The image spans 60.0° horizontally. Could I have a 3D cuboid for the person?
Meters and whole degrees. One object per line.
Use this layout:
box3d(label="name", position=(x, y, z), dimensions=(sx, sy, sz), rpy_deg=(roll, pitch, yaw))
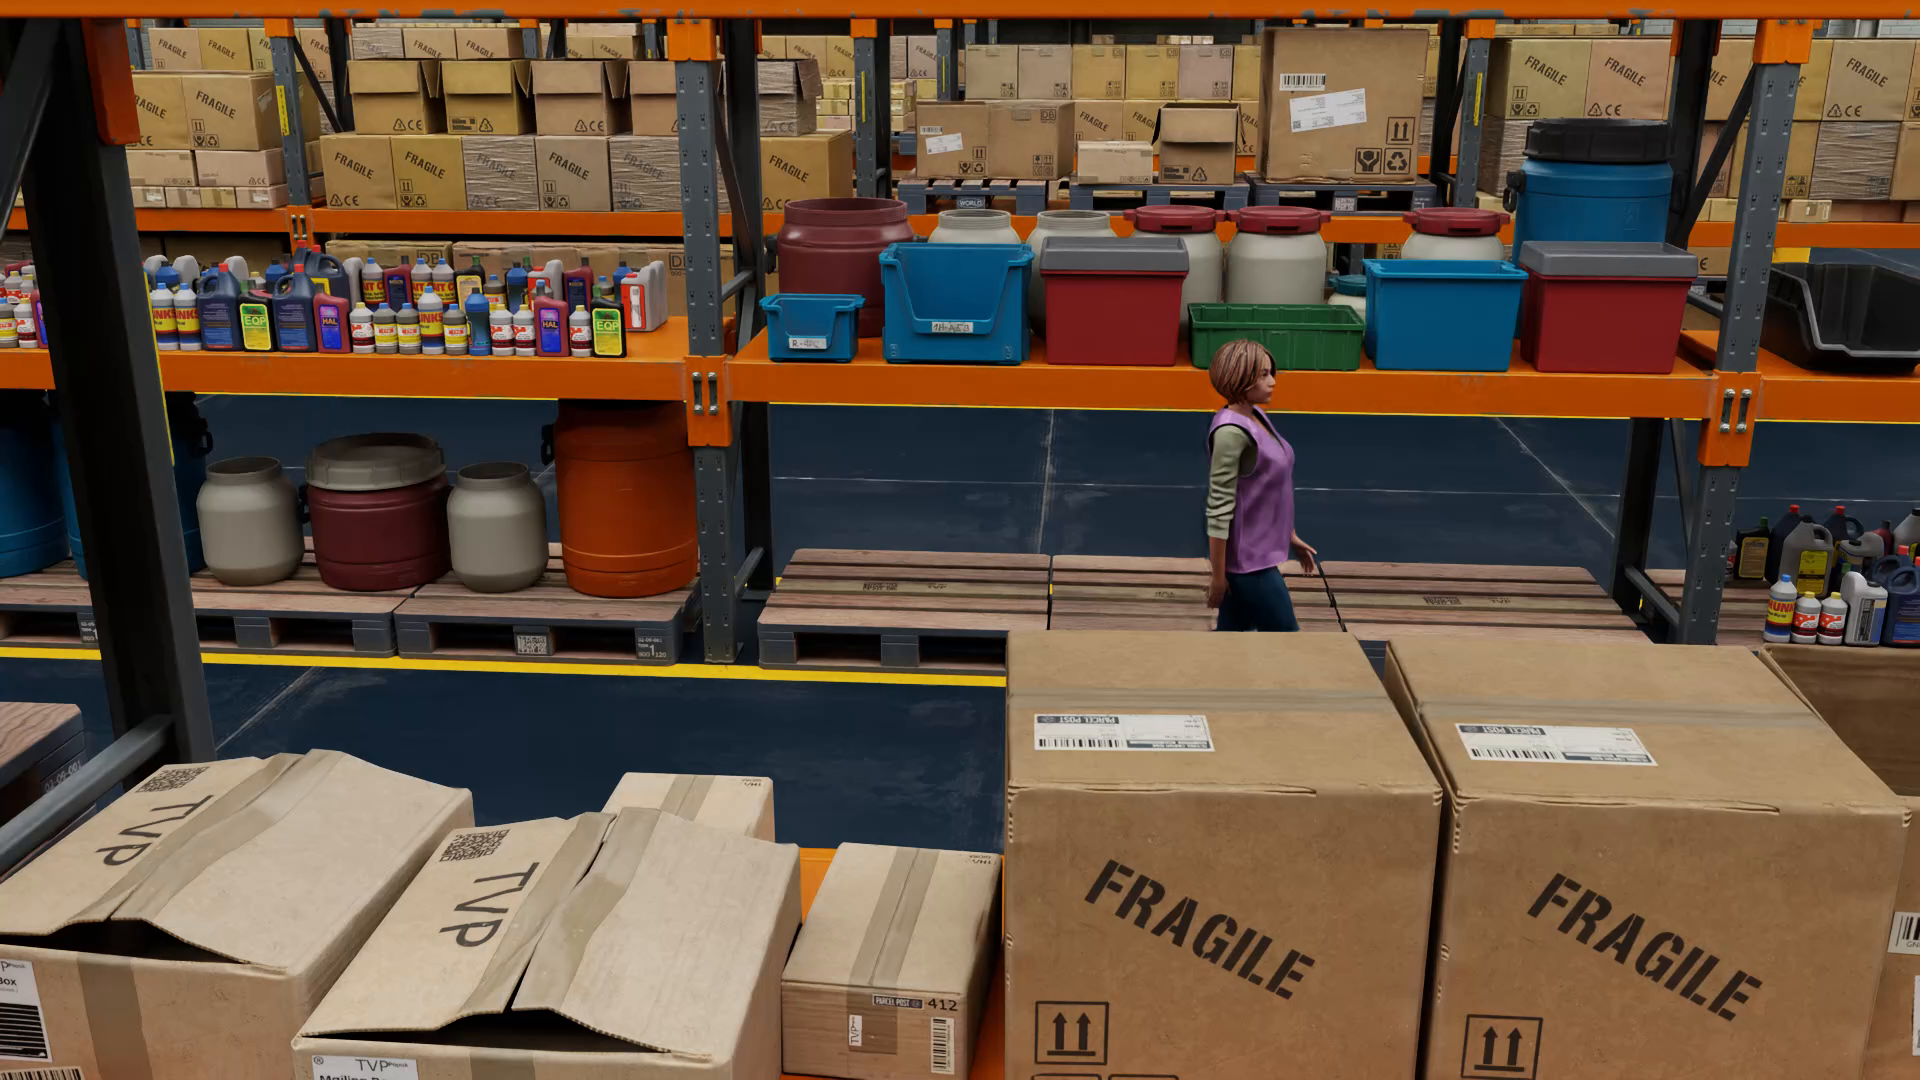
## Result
box3d(label="person", position=(1.069, 0.062, 5.855), dimensions=(0.846, 1.554, 0.418), rpy_deg=(5, 18, 14))
